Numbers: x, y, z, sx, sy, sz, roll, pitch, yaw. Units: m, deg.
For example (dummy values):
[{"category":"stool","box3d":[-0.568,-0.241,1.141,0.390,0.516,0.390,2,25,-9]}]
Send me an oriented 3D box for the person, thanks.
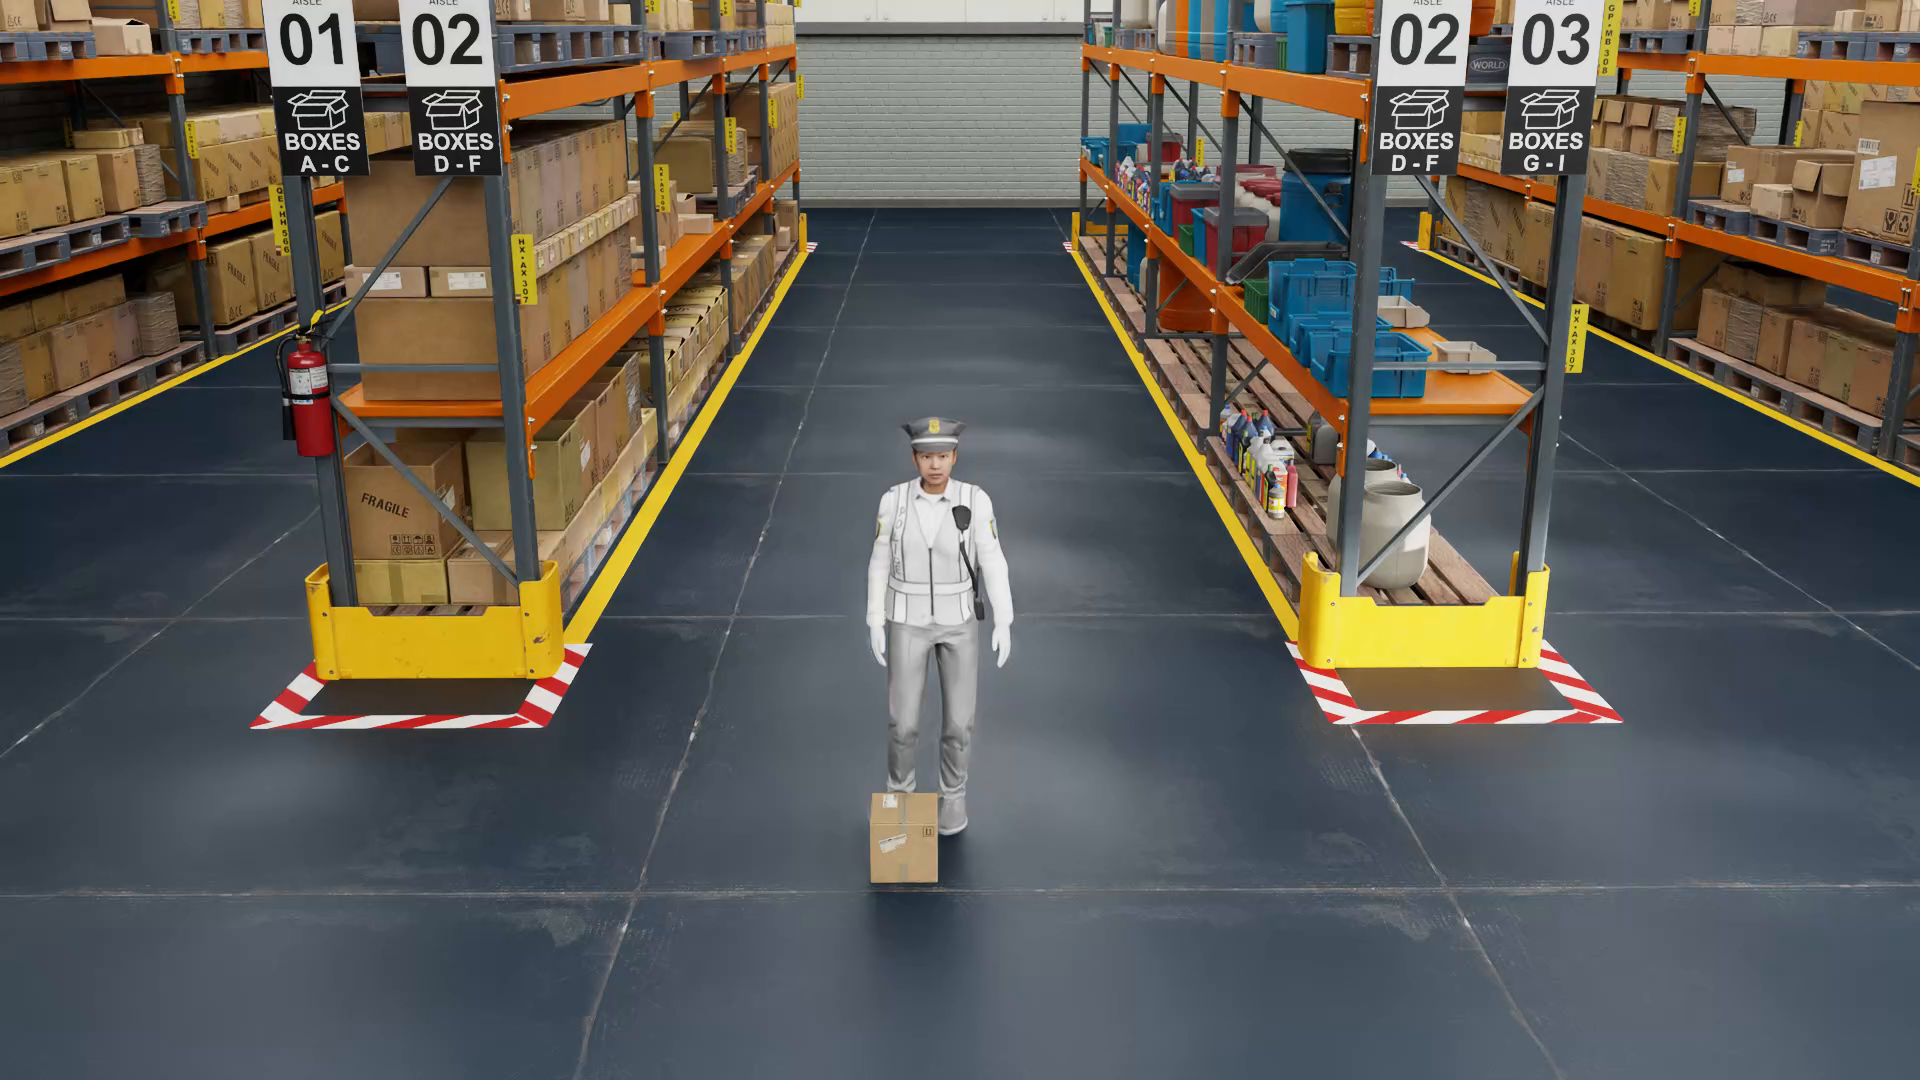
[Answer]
[{"category":"person","box3d":[-0.080,0.365,6.496,0.568,1.759,0.342,0,17,-1]}]
